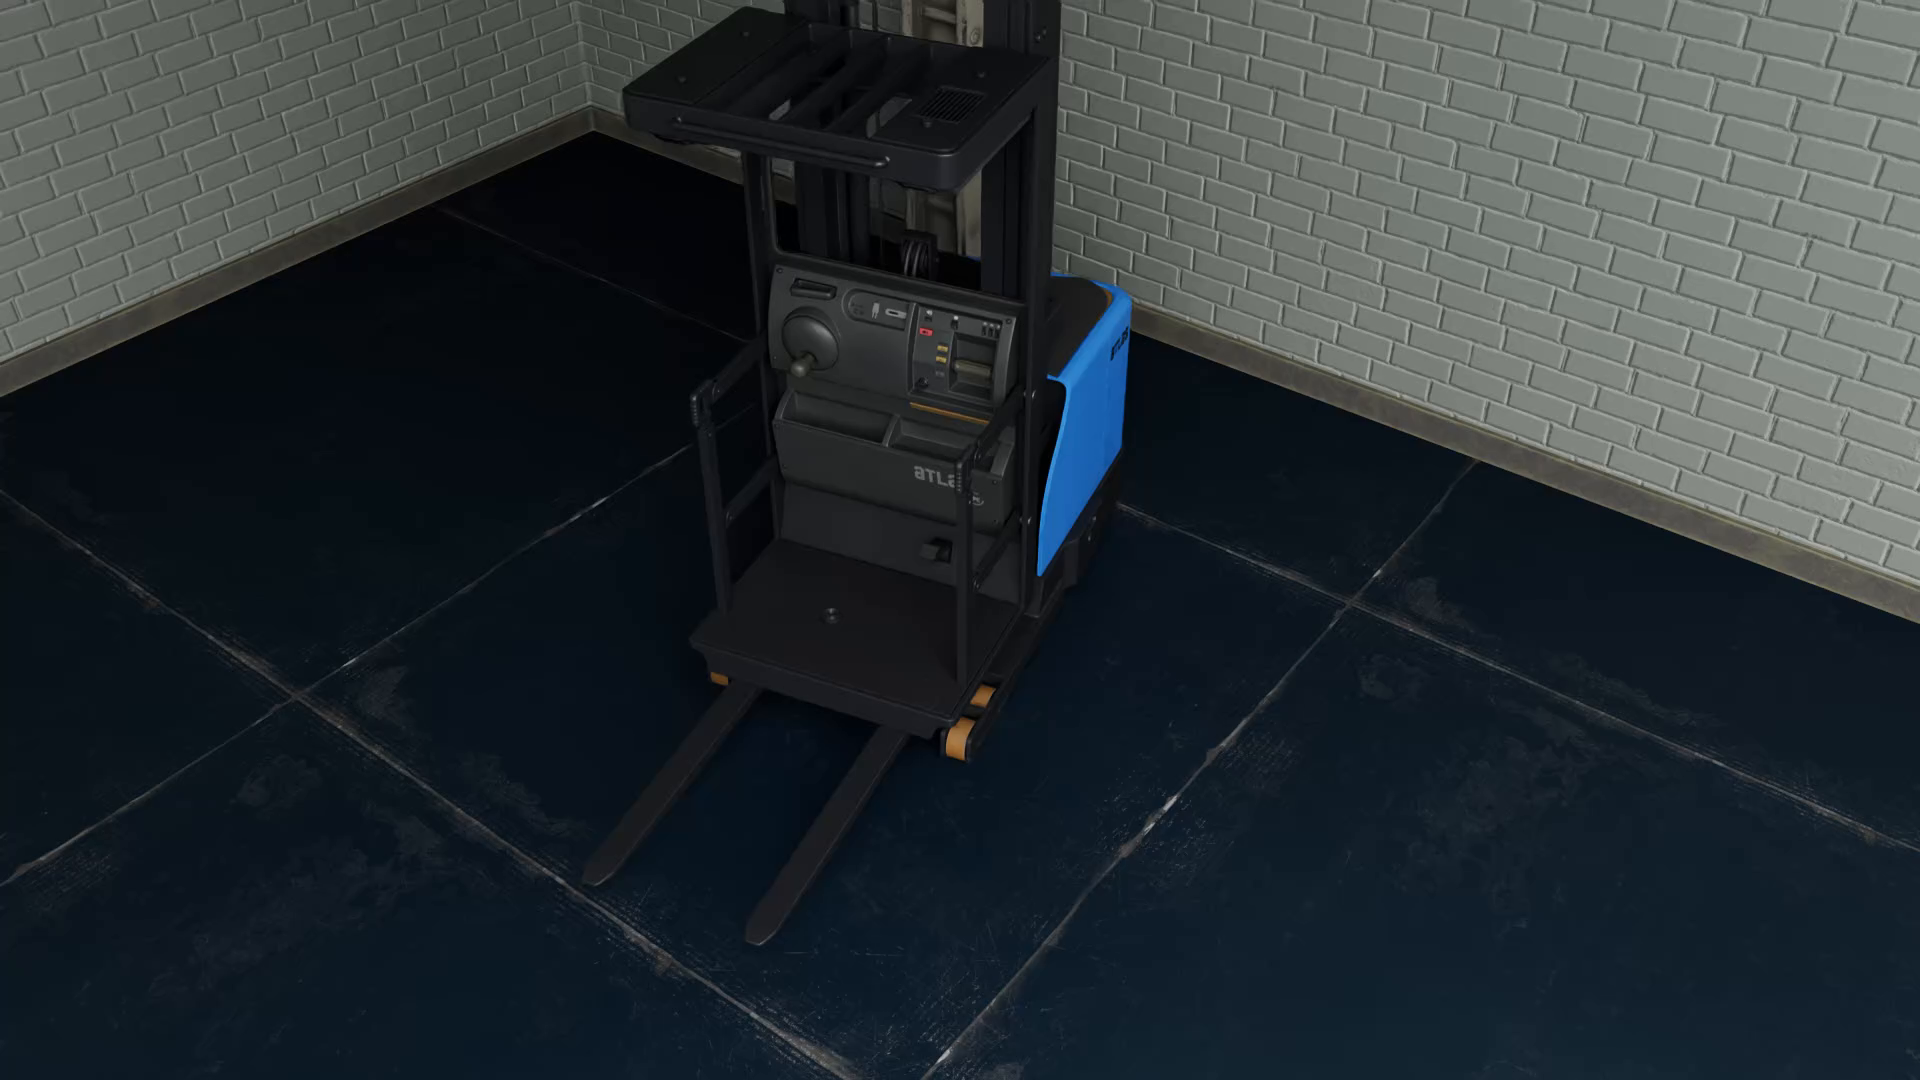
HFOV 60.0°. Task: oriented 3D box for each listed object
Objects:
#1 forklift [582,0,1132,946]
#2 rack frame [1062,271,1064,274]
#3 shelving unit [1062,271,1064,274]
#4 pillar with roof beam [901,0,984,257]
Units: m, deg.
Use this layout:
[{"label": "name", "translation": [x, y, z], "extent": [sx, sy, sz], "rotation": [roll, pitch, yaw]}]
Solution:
[{"label": "forklift", "translation": [-0.332, -0.634, 5.683], "extent": [1.130, 2.935, 3.031], "rotation": [15, 41, 18]}, {"label": "rack frame", "translation": [0.407, -0.755, 7.484], "extent": [0.006, 0.900, 0.240], "rotation": [15, 40, 18]}, {"label": "shelving unit", "translation": [0.314, -0.780, 7.516], "extent": [0.210, 0.900, 0.258], "rotation": [15, 40, 18]}, {"label": "pillar with roof beam", "translation": [-2.657, -2.873, 3.620], "extent": [0.400, 9.000, 9.100], "rotation": [25, 45, 29]}]
